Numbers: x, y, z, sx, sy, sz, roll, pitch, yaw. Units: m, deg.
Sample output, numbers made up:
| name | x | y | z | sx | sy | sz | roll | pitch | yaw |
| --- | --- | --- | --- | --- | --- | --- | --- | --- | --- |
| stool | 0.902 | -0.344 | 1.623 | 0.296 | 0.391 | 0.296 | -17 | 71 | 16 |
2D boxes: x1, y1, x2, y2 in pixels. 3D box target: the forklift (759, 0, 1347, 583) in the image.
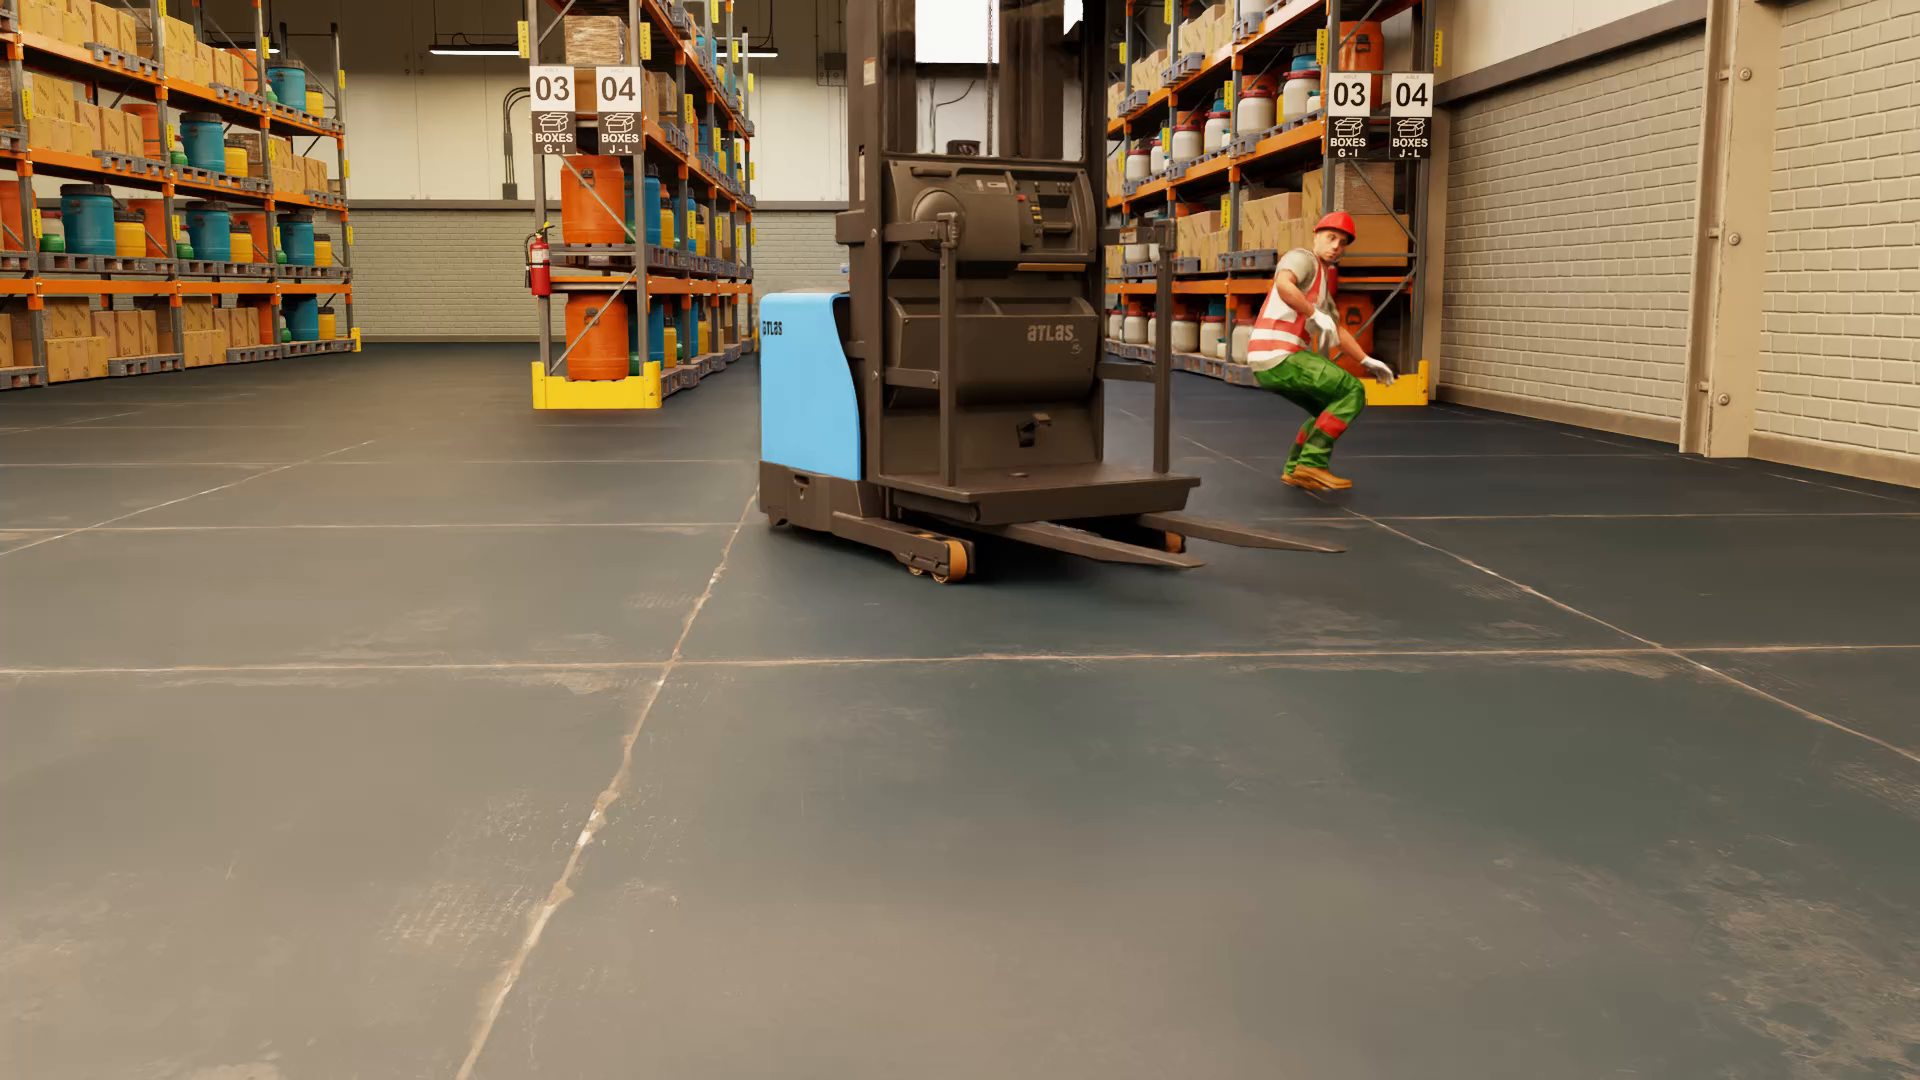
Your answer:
| name | x | y | z | sx | sy | sz | roll | pitch | yaw |
| --- | --- | --- | --- | --- | --- | --- | --- | --- | --- |
| forklift | 0.249 | -1.364 | 6.514 | 1.130 | 2.935 | 3.031 | -5 | 10 | -30 |

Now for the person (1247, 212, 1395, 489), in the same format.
| name | x | y | z | sx | sy | sz | roll | pitch | yaw |
| --- | --- | --- | --- | --- | --- | --- | --- | --- | --- |
| person | 1.918 | -0.955 | 8.799 | 0.775 | 1.539 | 0.898 | 2 | 9 | 12 |
